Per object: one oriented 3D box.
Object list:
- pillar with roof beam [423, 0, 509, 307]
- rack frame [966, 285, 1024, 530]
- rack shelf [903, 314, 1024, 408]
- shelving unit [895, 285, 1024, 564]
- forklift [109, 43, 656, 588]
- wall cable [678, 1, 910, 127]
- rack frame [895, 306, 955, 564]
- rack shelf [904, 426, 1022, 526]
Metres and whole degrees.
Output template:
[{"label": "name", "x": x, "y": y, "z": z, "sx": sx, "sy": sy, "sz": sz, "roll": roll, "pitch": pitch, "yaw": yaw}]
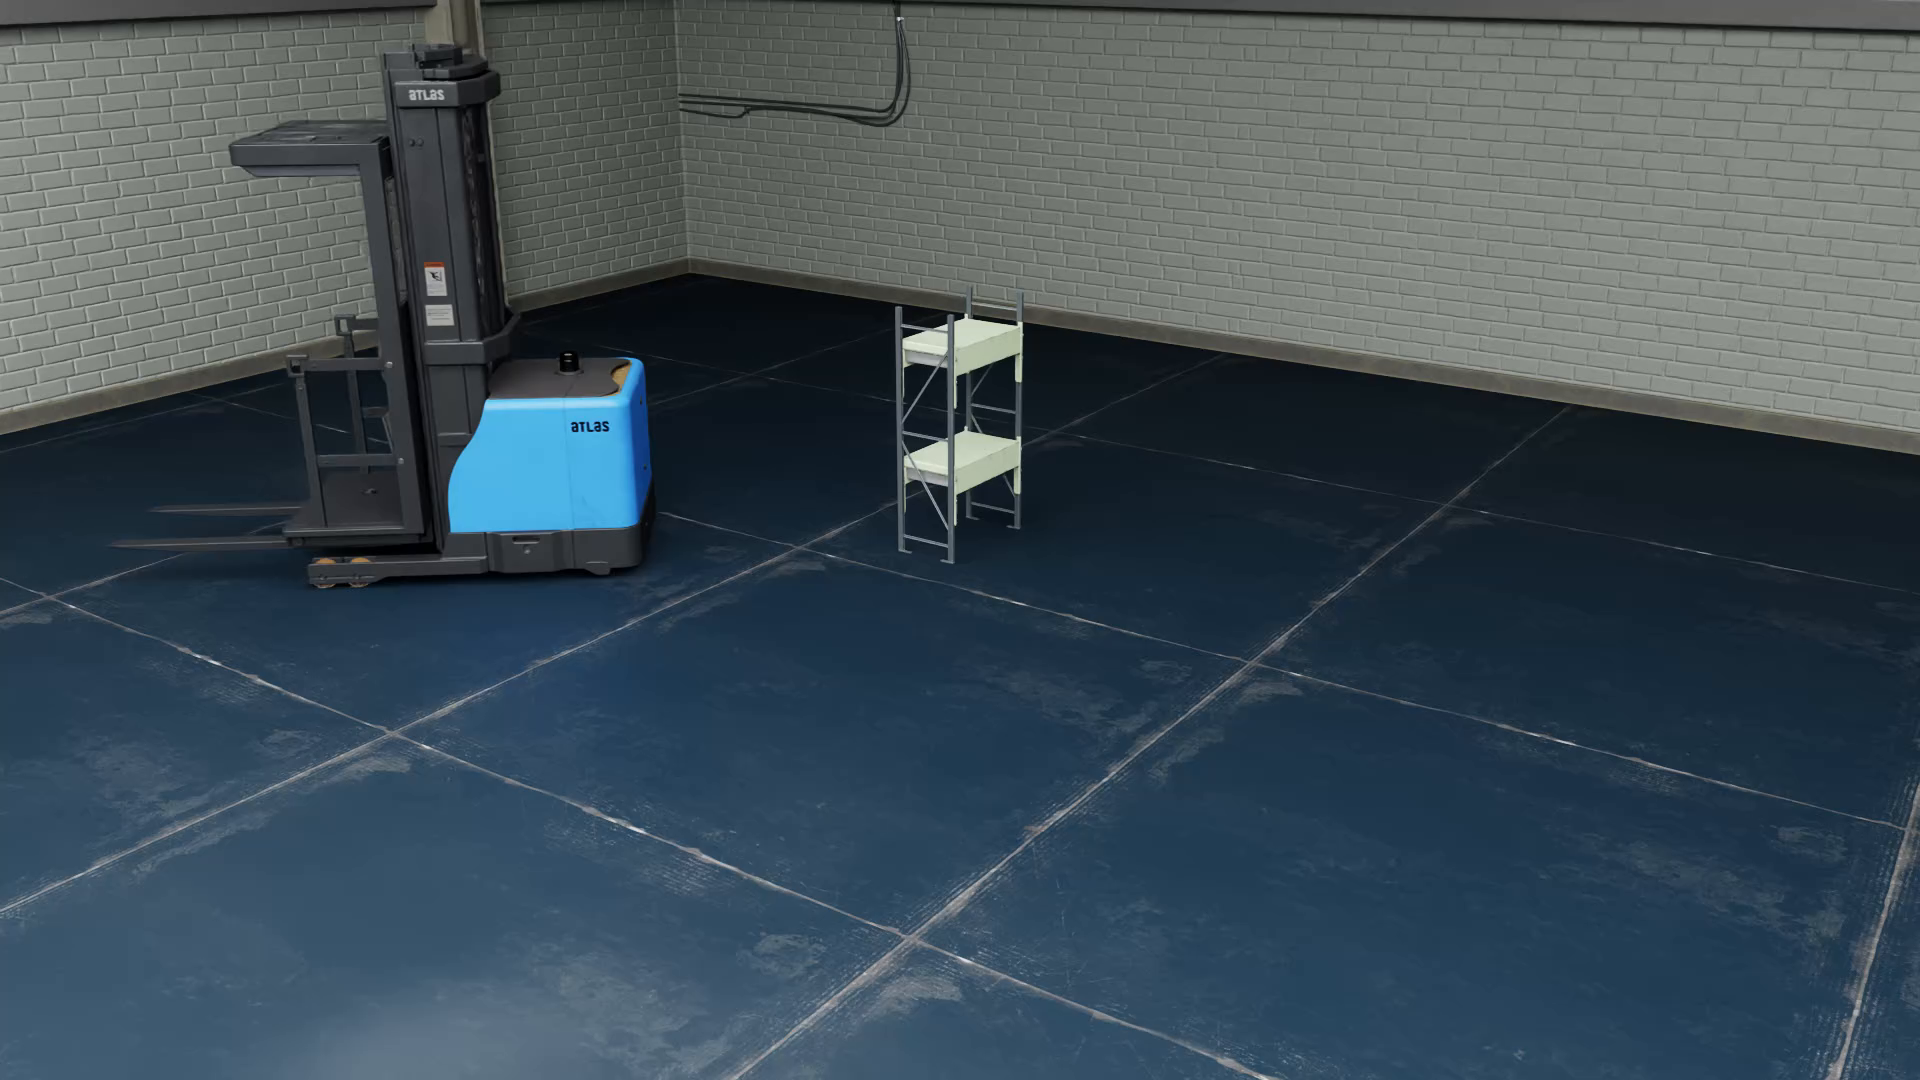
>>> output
[{"label": "pillar with roof beam", "x": -0.962, "y": -5.427, "z": 11.966, "sx": 9.100, "sy": 9.000, "sz": 0.400, "roll": 13, "pitch": 24, "yaw": 32}, {"label": "rack frame", "x": 0.209, "y": -0.810, "z": 10.294, "sx": 0.400, "sy": 1.500, "sz": 0.023, "roll": 13, "pitch": 24, "yaw": 32}, {"label": "rack shelf", "x": 0.004, "y": -1.071, "z": 9.875, "sx": 0.431, "sy": 0.370, "sz": 0.720, "roll": 13, "pitch": 24, "yaw": 32}, {"label": "shelving unit", "x": 0.004, "y": -0.705, "z": 10.010, "sx": 0.431, "sy": 1.500, "sz": 0.755, "roll": 13, "pitch": 24, "yaw": 32}, {"label": "forklift", "x": -3.397, "y": -1.289, "z": 9.525, "sx": 3.031, "sy": 2.935, "sz": 1.130, "roll": -2, "pitch": 20, "yaw": -4}, {"label": "wall cable", "x": -1.772, "y": -5.398, "z": 16.362, "sx": 3.097, "sy": 2.526, "sz": 0.112, "roll": 13, "pitch": 24, "yaw": 32}, {"label": "rack frame", "x": -0.202, "y": -0.600, "z": 9.726, "sx": 0.400, "sy": 1.500, "sz": 0.023, "roll": 13, "pitch": 24, "yaw": 32}, {"label": "rack shelf", "x": 0.004, "y": -0.400, "z": 10.123, "sx": 0.431, "sy": 0.370, "sz": 0.720, "roll": 13, "pitch": 24, "yaw": 32}]
